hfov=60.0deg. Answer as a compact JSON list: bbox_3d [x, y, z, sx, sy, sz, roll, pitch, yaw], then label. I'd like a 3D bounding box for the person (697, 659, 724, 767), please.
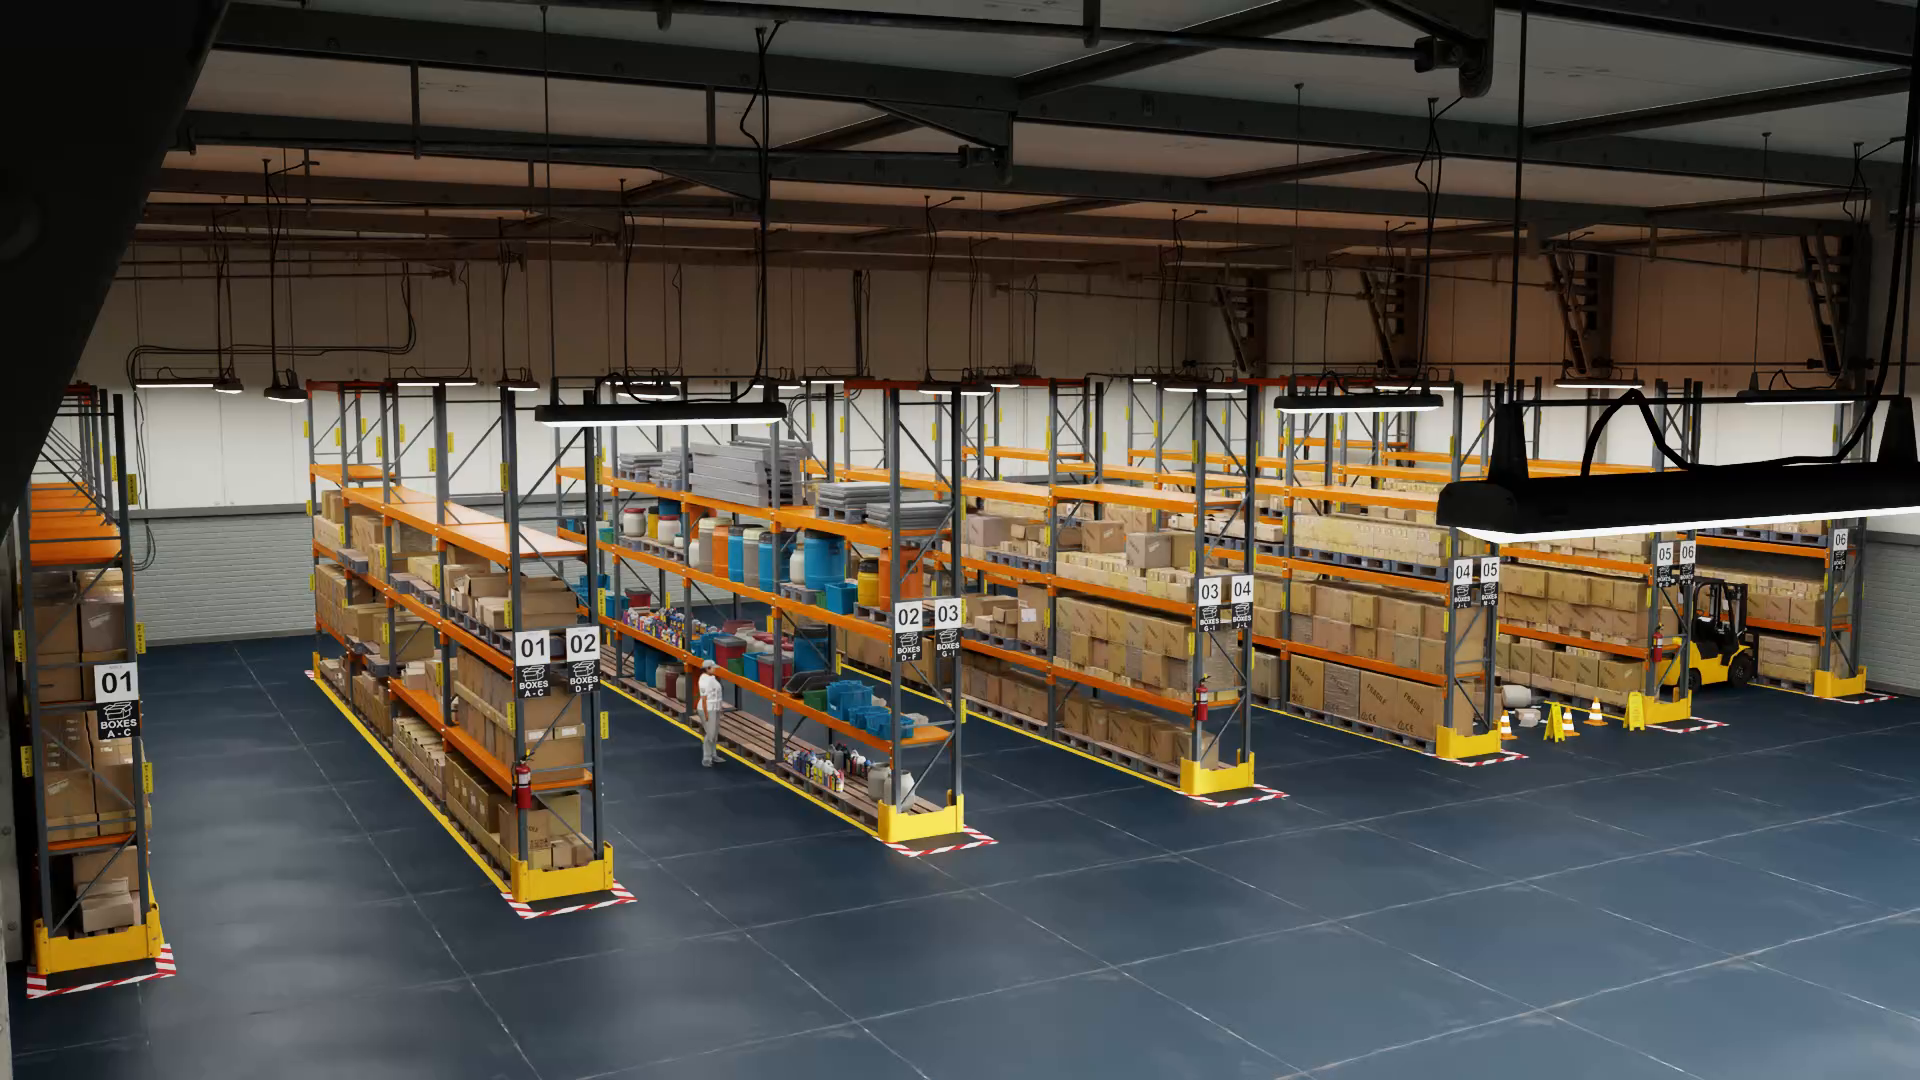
[{"bbox_3d":[-3.964,2.754,26.355,0.389,1.735,0.558,1,6,10],"label":"person"}]
